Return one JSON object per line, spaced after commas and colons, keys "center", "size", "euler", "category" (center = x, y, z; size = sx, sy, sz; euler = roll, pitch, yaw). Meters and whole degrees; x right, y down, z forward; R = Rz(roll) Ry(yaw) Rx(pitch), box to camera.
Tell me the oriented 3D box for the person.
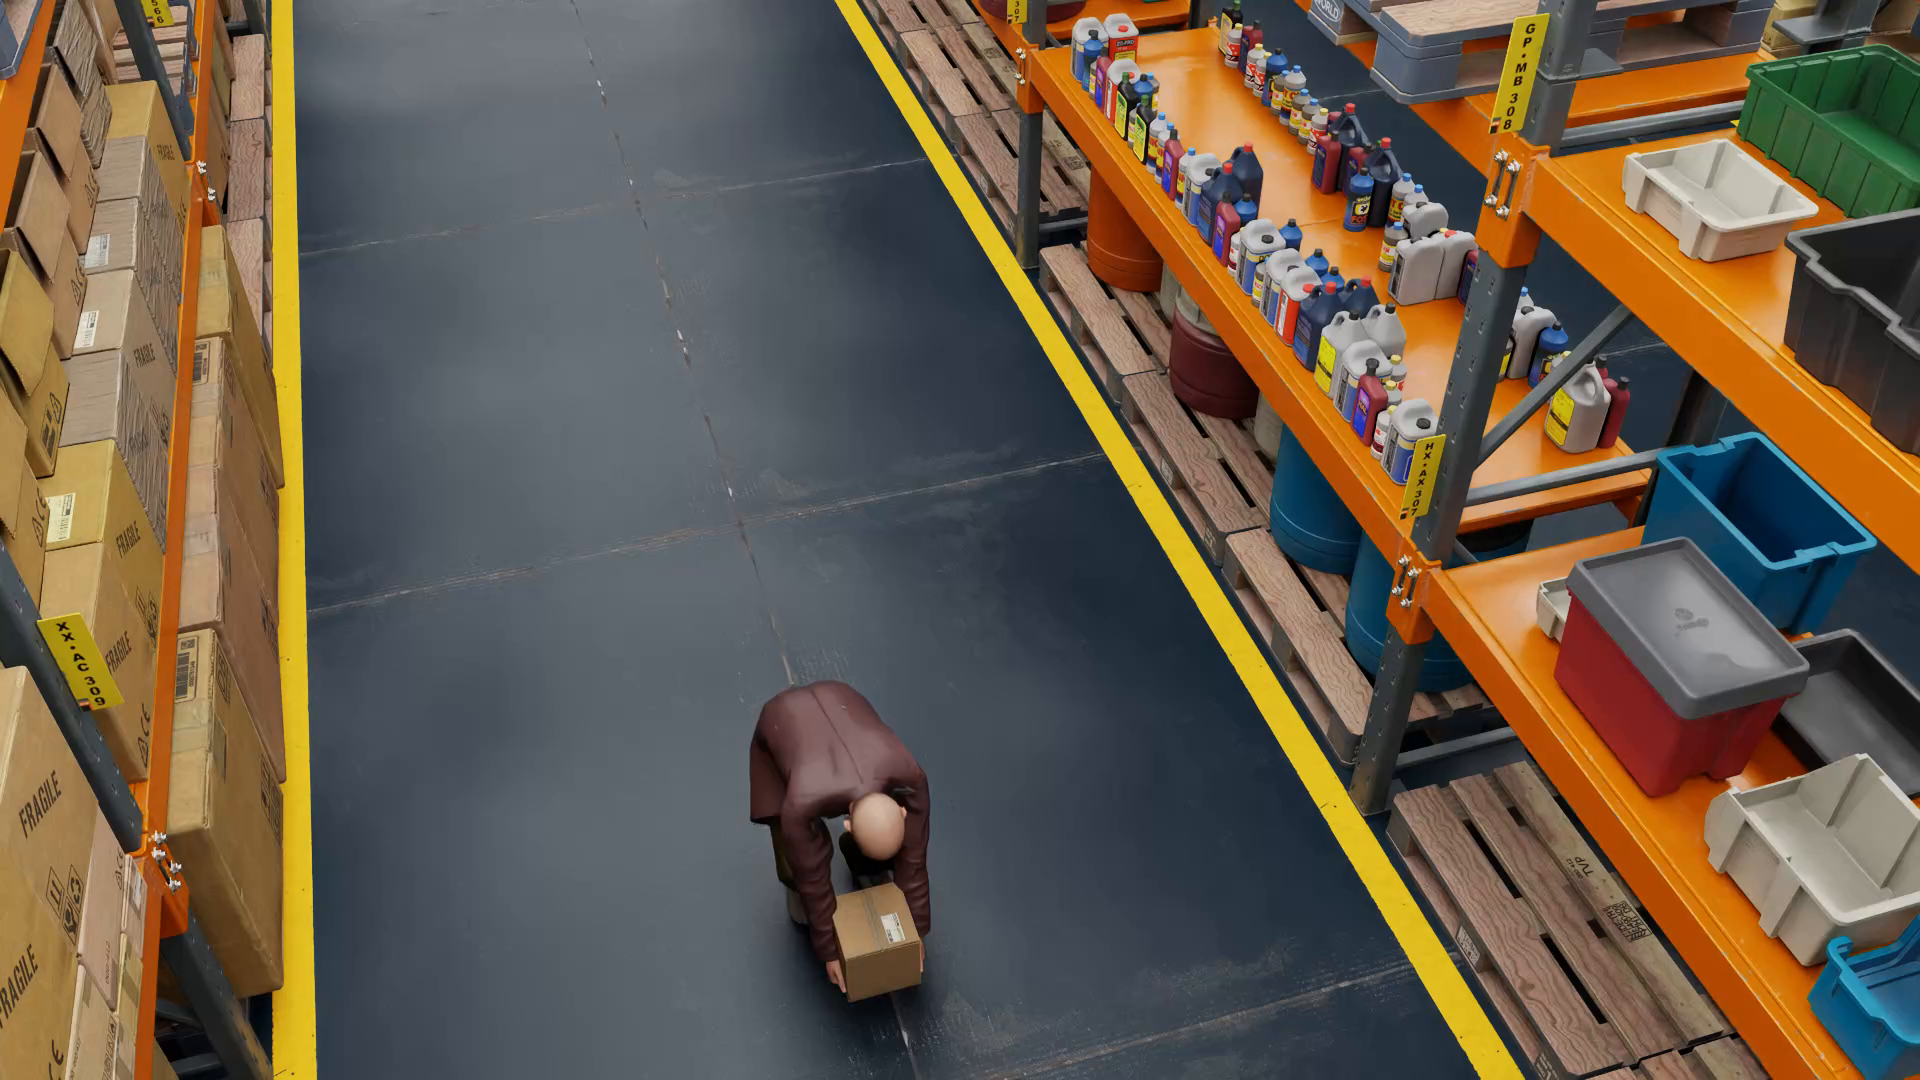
{"center": [-0.417, 0.869, 5.625], "size": [0.585, 0.711, 0.859], "euler": [-13, 43, -14], "category": "person"}
